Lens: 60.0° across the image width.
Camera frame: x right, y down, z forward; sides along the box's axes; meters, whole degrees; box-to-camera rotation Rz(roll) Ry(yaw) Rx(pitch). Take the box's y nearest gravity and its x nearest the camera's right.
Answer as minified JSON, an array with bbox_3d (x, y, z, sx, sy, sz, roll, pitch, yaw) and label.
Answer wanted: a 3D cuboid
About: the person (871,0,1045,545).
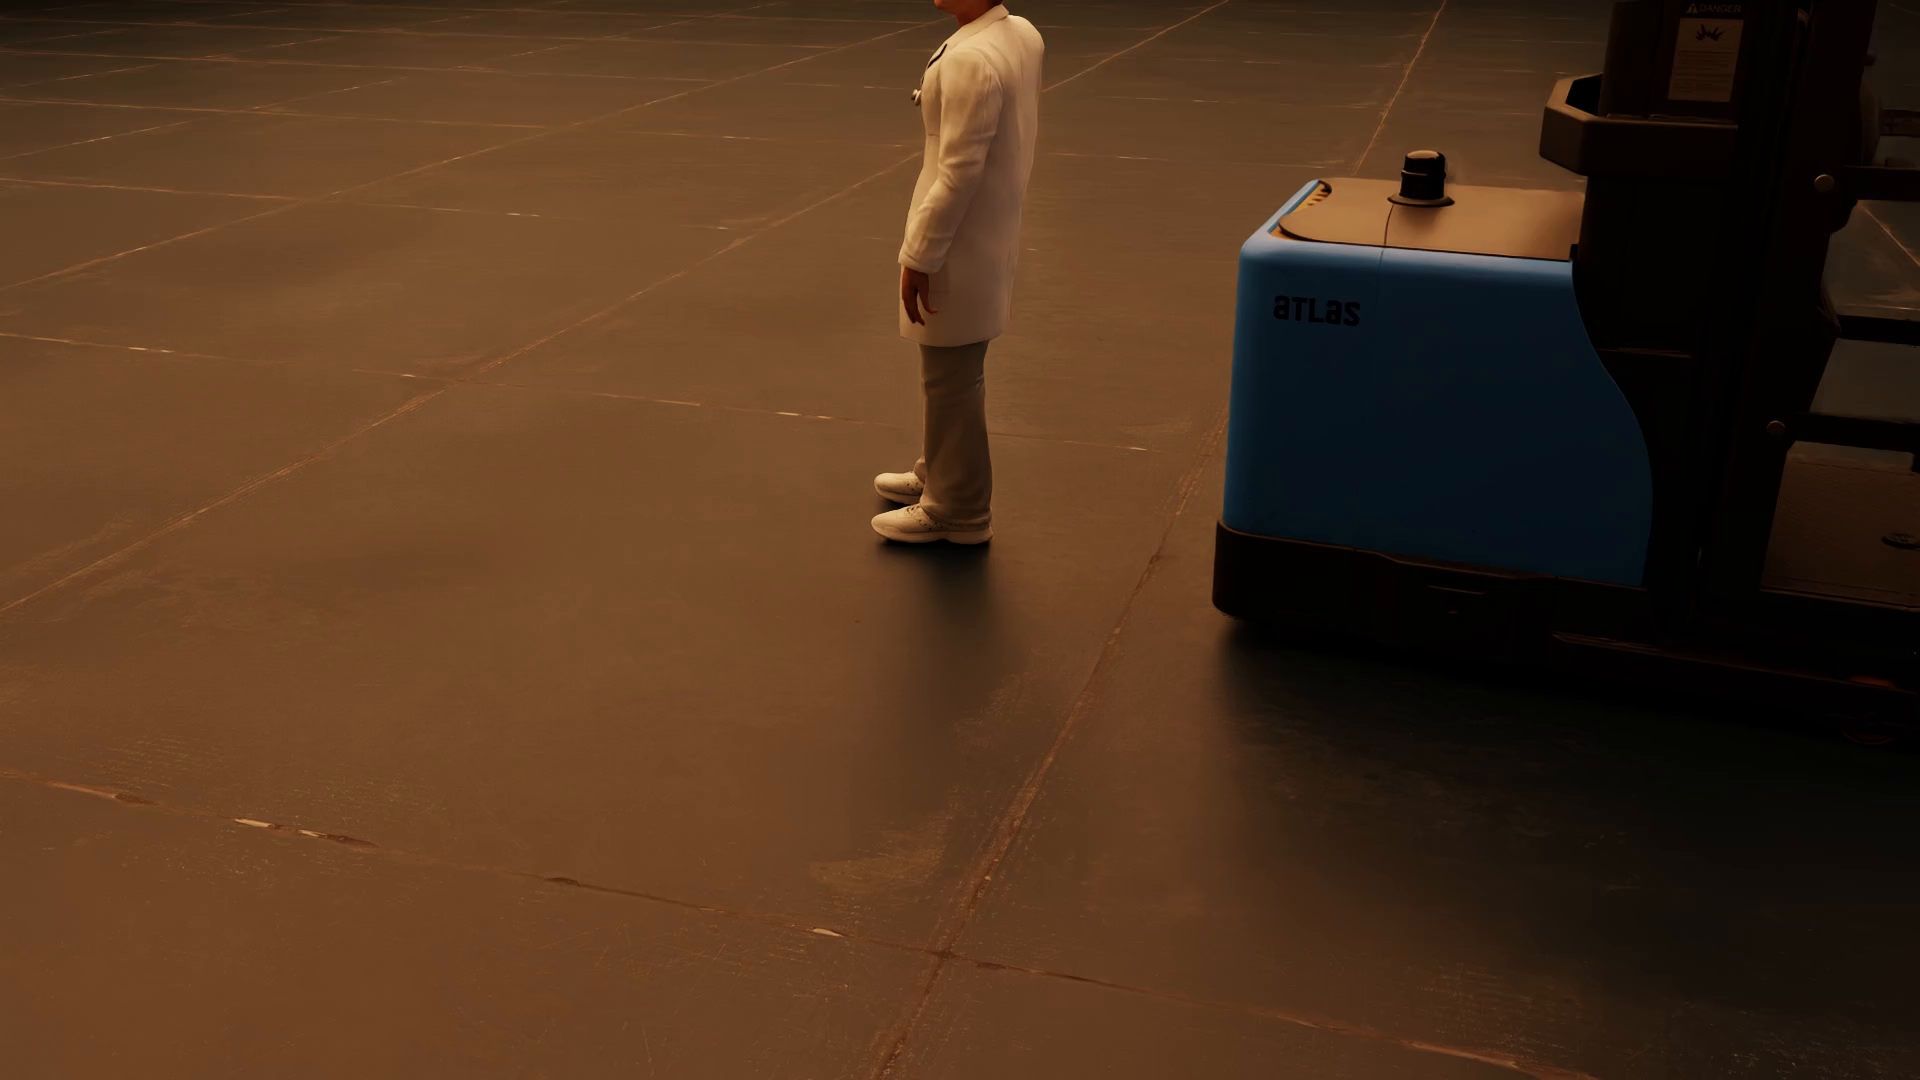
[{"bbox_3d":[-0.086,-0.840,4.807,0.578,1.777,0.696,7,23,16],"label":"person"}]

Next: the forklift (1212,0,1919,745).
[{"bbox_3d":[2.256,-1.072,3.876,3.031,2.935,1.130,8,24,19],"label":"forklift"}]
